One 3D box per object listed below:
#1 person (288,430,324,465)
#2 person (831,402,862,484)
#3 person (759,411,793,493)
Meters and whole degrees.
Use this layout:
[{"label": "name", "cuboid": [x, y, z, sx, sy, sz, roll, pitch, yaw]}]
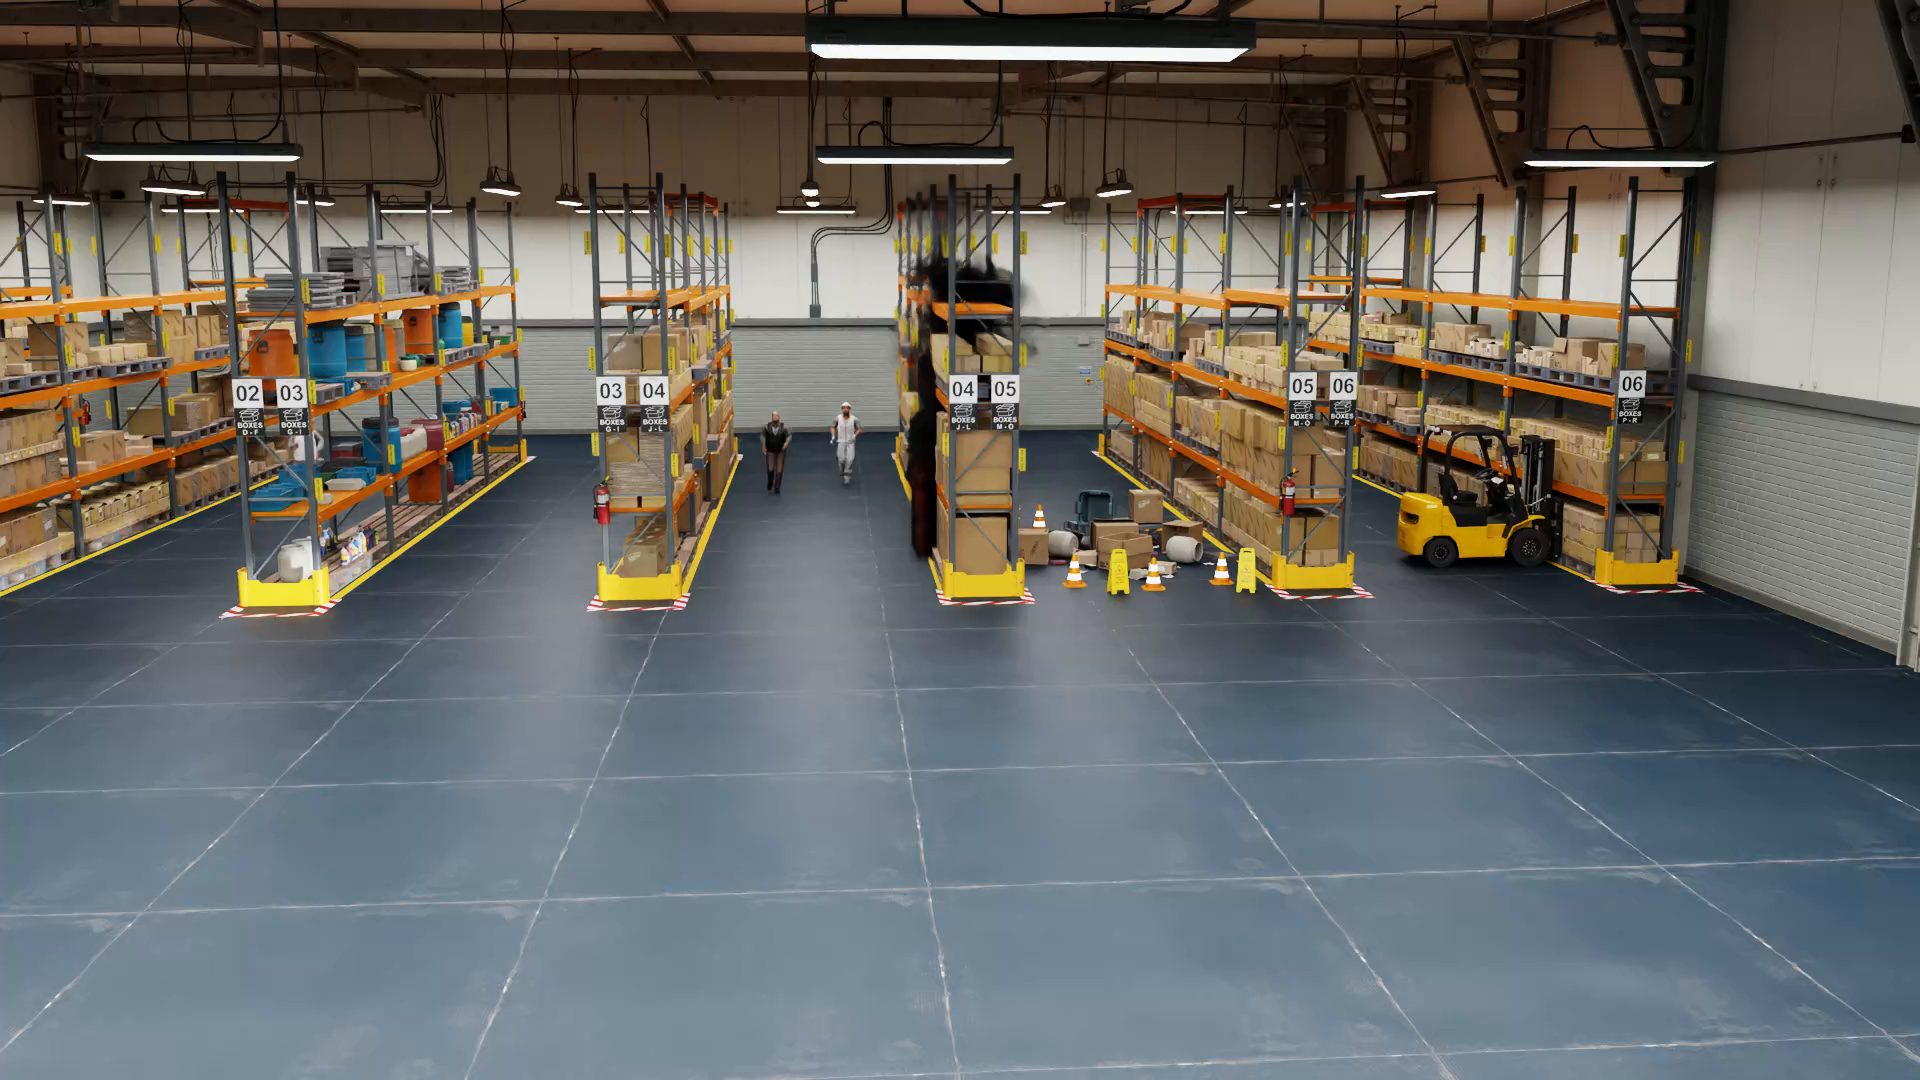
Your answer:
[{"label": "person", "cuboid": [-12.714, -1.535, 32.341, 0.637, 1.817, 0.711, -2, 10, -13]}, {"label": "person", "cuboid": [-2.422, -2.065, 35.423, 0.664, 1.739, 0.590, 0, 10, -2]}, {"label": "person", "cuboid": [-3.752, -1.789, 33.984, 0.671, 1.687, 0.567, -1, 10, -8]}]
